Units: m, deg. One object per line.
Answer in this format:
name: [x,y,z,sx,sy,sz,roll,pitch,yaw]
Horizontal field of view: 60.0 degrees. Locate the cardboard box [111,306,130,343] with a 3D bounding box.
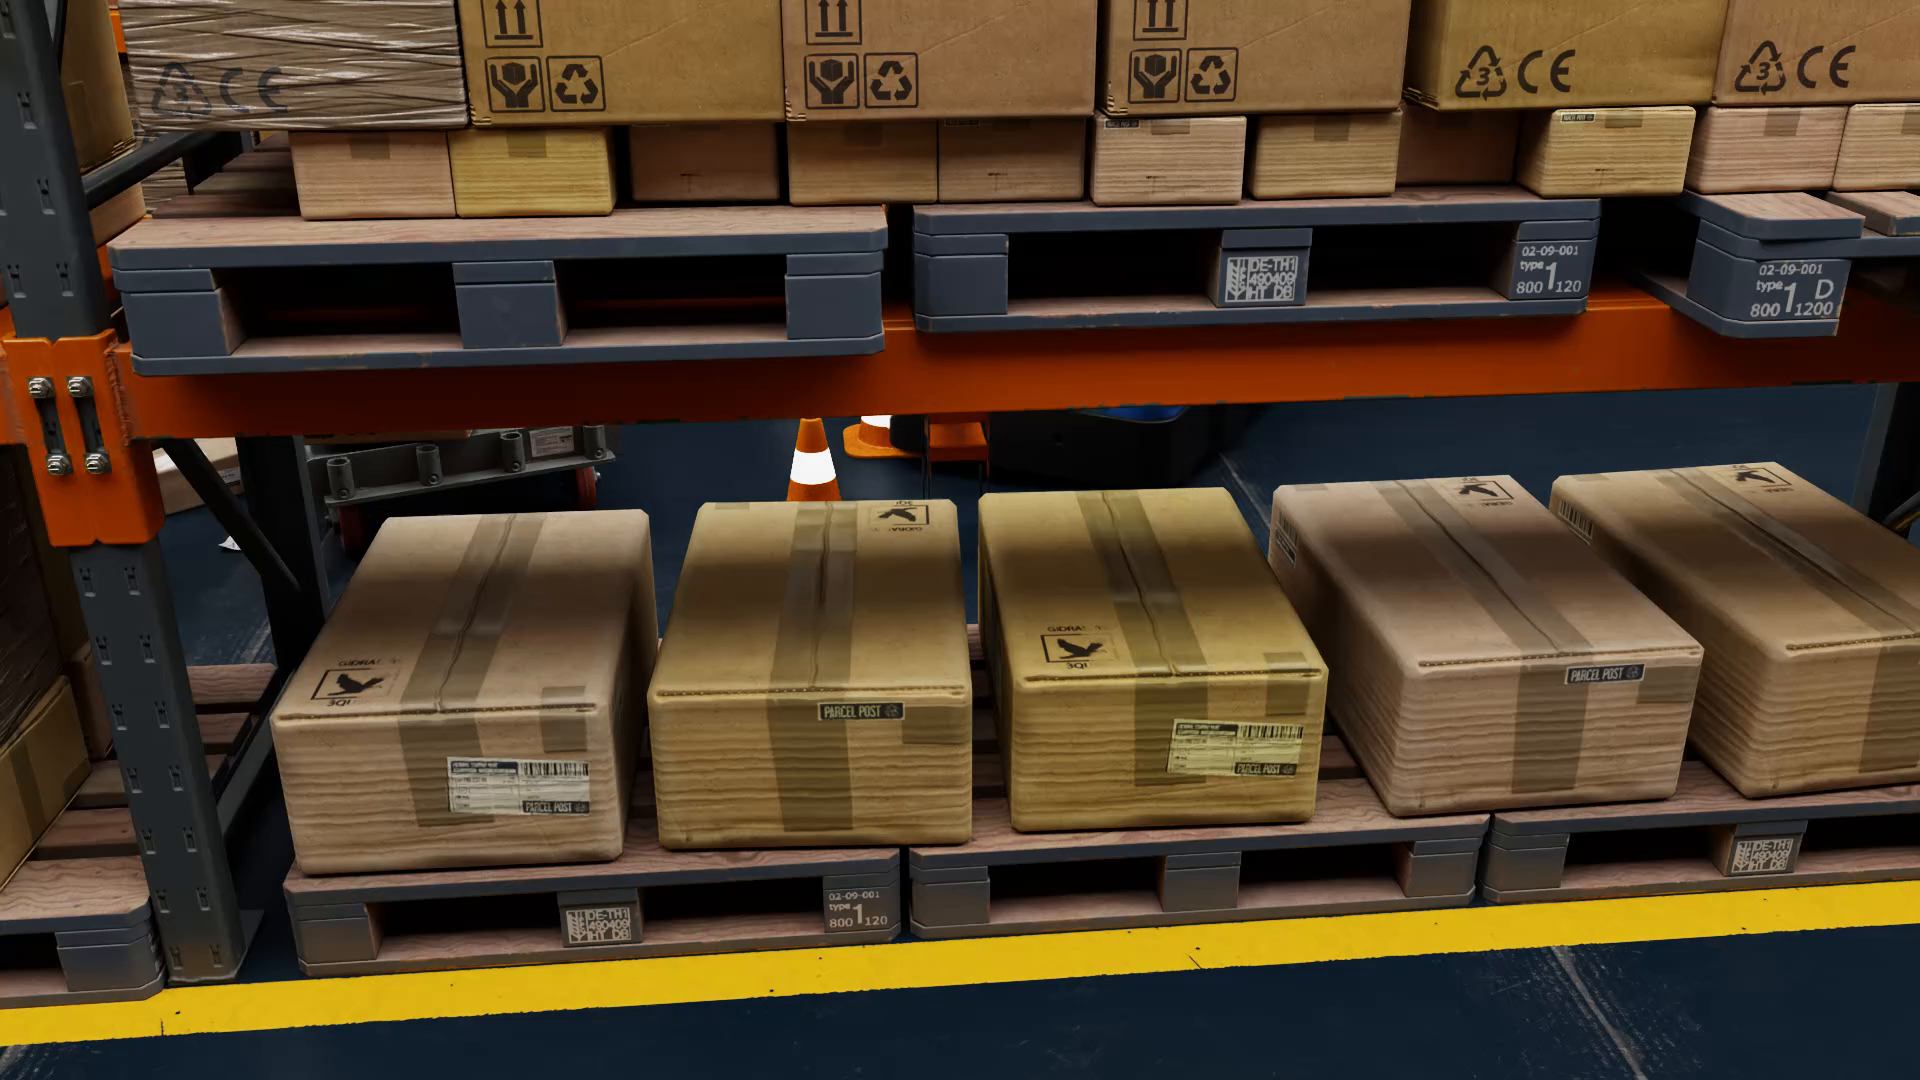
cardboard box: [-3.093,-0.591,5.793,0.503,0.637,0.797,-2,24,-5]

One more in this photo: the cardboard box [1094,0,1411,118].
cardboard box: [0.455,-1.031,2.870,0.500,0.500,0.500,-3,24,-7]

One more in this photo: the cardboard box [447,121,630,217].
cardboard box: [-0.711,-0.673,2.864,0.250,0.149,0.380,-2,24,-4]

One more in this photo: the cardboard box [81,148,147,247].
cardboard box: [-1.887,-0.698,3.436,0.250,0.149,0.380,-2,24,-5]

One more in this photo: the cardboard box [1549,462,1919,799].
cardboard box: [1.876,0.172,3.888,0.625,0.372,0.950,-4,24,-9]

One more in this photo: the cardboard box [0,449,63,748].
cardboard box: [-2.104,0.159,3.145,0.500,0.500,0.500,-3,24,-6]

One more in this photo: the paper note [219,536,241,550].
paper note: [-2.237,-0.007,5.228,0.142,0.019,0.148,-2,24,-5]

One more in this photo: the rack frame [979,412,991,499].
rack frame: [0.077,-0.551,5.013,0.006,1.200,0.240,-2,24,-5]

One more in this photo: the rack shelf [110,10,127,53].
rack shelf: [-4.119,-2.284,7.580,4.000,0.370,1.077,-2,24,-5]

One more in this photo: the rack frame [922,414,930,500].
rack frame: [-0.105,-0.544,4.997,0.006,1.200,0.240,-2,24,-5]

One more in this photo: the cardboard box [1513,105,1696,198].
cardboard box: [1.106,-0.732,2.997,0.250,0.149,0.380,-2,24,-4]

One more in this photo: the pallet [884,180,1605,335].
pallet: [0.473,-0.672,3.305,1.213,0.211,1.003,-2,24,-5]

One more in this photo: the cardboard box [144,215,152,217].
cardboard box: [-3.573,-1.074,7.048,0.500,0.500,0.500,2,24,4]

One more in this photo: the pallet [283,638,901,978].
pallet: [-0.767,0.547,3.759,1.213,0.211,1.003,-2,24,-5]

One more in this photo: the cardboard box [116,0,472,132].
cardboard box: [-1.047,-0.972,2.737,0.500,0.500,0.500,-2,24,-4]

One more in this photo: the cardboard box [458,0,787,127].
cardboard box: [-0.549,-0.992,2.782,0.500,0.500,0.500,-2,24,-5]

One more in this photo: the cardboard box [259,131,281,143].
cardboard box: [-2.762,-1.916,7.967,0.875,0.875,0.875,-2,24,-4]

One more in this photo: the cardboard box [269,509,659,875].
cardboard box: [-1.020,0.291,3.619,0.625,0.372,0.950,-2,24,-4]

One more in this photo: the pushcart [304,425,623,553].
pushcart: [-1.816,-0.417,5.723,0.936,0.377,1.648,-11,26,-23]

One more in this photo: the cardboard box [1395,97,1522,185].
cardboard box: [0.844,-0.773,3.089,0.250,0.149,0.380,-2,24,-5]

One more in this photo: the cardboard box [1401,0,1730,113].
cardboard box: [0.998,-1.052,2.918,0.500,0.500,0.500,-4,24,-9]

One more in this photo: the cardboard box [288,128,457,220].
cardboard box: [-0.961,-0.667,2.850,0.250,0.149,0.380,-2,24,-4]

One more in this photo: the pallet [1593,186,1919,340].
pallet: [1.740,-0.696,3.359,1.003,0.211,1.213,-2,24,-5]

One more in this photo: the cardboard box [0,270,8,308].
cardboard box: [-1.832,-0.445,2.867,0.250,0.149,0.380,-3,24,-6]

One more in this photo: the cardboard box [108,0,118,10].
cardboard box: [-3.589,-2.736,7.528,0.550,0.550,0.875,-2,24,-5]

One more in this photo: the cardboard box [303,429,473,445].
cardboard box: [-1.747,-0.618,5.091,0.500,0.500,0.500,-2,24,-5]

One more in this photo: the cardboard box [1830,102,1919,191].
cardboard box: [1.630,-0.756,3.050,0.250,0.149,0.380,-2,24,-6]

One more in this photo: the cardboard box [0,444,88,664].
cardboard box: [-2.155,-0.059,3.635,0.500,0.500,0.500,-1,24,-3]

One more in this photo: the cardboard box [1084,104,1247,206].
cardboard box: [0.339,-0.708,2.941,0.250,0.149,0.380,-1,24,-3]

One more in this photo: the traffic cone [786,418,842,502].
traffic cone: [-0.445,-0.152,5.021,0.334,0.463,0.336,-2,24,-5]

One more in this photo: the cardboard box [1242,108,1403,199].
cardboard box: [0.602,-0.730,2.992,0.250,0.149,0.380,-3,24,-7]

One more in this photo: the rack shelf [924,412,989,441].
rack shelf: [-0.014,-0.397,5.072,0.180,0.103,0.258,-2,24,-5]

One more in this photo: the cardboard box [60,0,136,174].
cardboard box: [-2.007,-0.972,3.255,0.500,0.500,0.500,-2,24,-5]

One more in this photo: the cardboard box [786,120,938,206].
cardboard box: [-0.177,-0.709,2.944,0.250,0.149,0.380,-2,24,-4]

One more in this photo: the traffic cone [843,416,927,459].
traffic cone: [-0.255,-0.567,5.957,0.334,0.463,0.336,-2,24,-5]

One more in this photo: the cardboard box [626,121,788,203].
cardboard box: [-0.437,-0.716,2.959,0.250,0.149,0.380,-1,24,-2]

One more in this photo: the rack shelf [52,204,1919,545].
rack shelf: [0.449,-0.447,3.447,4.000,0.370,1.077,-2,24,-5]

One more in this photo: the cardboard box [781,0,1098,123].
cardboard box: [-0.055,-1.006,2.814,0.500,0.500,0.500,-2,24,-5]

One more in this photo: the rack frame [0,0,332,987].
rack frame: [-1.542,-0.695,3.122,0.127,3.000,1.000,-2,24,-5]

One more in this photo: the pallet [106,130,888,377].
pallet: [-0.767,-0.580,3.097,1.213,0.211,1.003,-2,24,-5]

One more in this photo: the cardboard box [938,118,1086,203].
cardboard box: [0.070,-0.718,2.965,0.250,0.149,0.380,-2,24,-5]

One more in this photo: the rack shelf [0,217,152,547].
rack shelf: [-3.532,-0.287,3.088,4.000,0.370,1.077,-2,24,-5]

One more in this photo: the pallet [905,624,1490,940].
pallet: [0.450,0.497,3.872,1.213,0.211,1.003,-2,24,-5]

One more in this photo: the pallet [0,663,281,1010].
pallet: [-2.207,0.620,3.595,1.213,0.211,1.003,-2,24,-5]

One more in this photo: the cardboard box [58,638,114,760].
cardboard box: [-2.155,0.284,3.787,0.500,0.250,0.500,-3,24,-8]

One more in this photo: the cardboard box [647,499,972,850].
cardboard box: [-0.305,0.261,3.687,0.625,0.372,0.950,-1,24,-2]

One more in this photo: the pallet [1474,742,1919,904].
pallet: [1.661,0.450,3.978,1.213,0.211,1.003,-2,24,-5]

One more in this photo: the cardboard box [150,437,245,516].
cardboard box: [-2.563,-0.281,5.555,0.258,0.266,0.396,22,32,40]

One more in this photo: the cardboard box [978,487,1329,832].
cardboard box: [0.387,0.233,3.751,0.625,0.372,0.950,-2,24,-3]

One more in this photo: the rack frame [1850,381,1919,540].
rack frame: [2.439,-0.855,3.481,0.127,3.000,1.000,-2,24,-5]

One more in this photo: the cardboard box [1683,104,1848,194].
cardboard box: [1.379,-0.749,3.035,0.250,0.149,0.380,-3,24,-8]

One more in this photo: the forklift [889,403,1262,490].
forklift: [0.850,-2.062,6.281,1.130,2.935,3.031,11,26,23]

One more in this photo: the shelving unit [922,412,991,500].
shelving unit: [-0.014,-0.548,5.005,0.189,1.200,0.258,-2,24,-5]

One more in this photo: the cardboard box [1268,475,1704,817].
cardboard box: [1.142,0.205,3.814,0.625,0.372,0.950,-3,24,-6]

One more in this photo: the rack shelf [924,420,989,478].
rack shelf: [-0.014,-0.288,5.121,0.180,0.103,0.258,-2,24,-5]

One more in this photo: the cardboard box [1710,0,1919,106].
cardboard box: [1.500,-1.073,2.965,0.500,0.500,0.500,-3,24,-6]

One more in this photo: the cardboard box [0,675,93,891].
cardboard box: [-2.104,0.501,3.297,0.500,0.250,0.500,-1,24,-3]

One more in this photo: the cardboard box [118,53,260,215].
cardboard box: [-3.658,-1.879,7.883,0.875,0.875,0.875,-2,24,-5]
